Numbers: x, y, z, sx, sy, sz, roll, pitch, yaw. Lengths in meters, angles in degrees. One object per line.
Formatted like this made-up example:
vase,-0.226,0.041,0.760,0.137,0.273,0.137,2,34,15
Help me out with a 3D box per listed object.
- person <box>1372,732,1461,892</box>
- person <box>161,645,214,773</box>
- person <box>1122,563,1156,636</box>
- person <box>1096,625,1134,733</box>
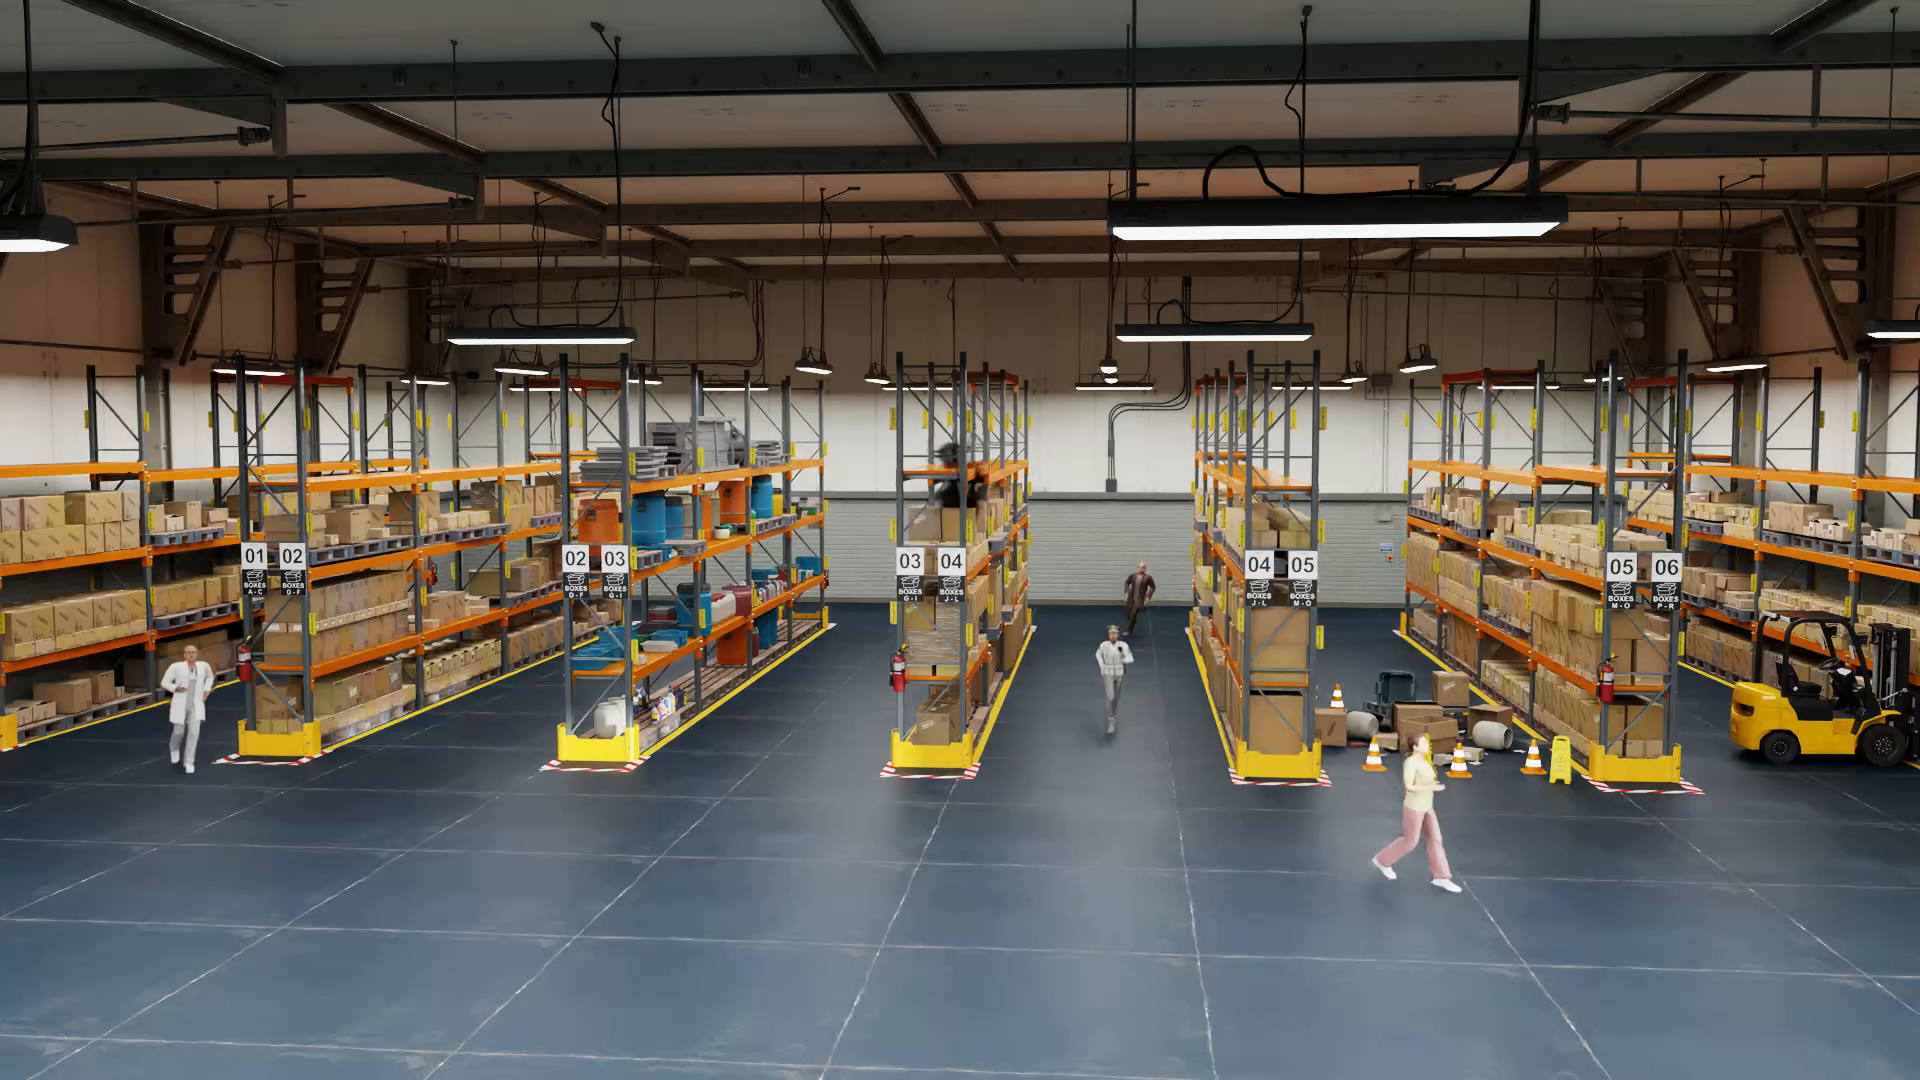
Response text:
person,4.884,2.881,17.763,0.951,1.673,0.574,3,5,35
person,-11.138,2.407,24.032,0.718,1.790,0.974,-3,5,-32
person,4.180,1.387,38.855,0.761,1.704,0.759,2,4,23
person,2.525,2.241,27.096,0.586,1.743,0.805,0,4,-1
